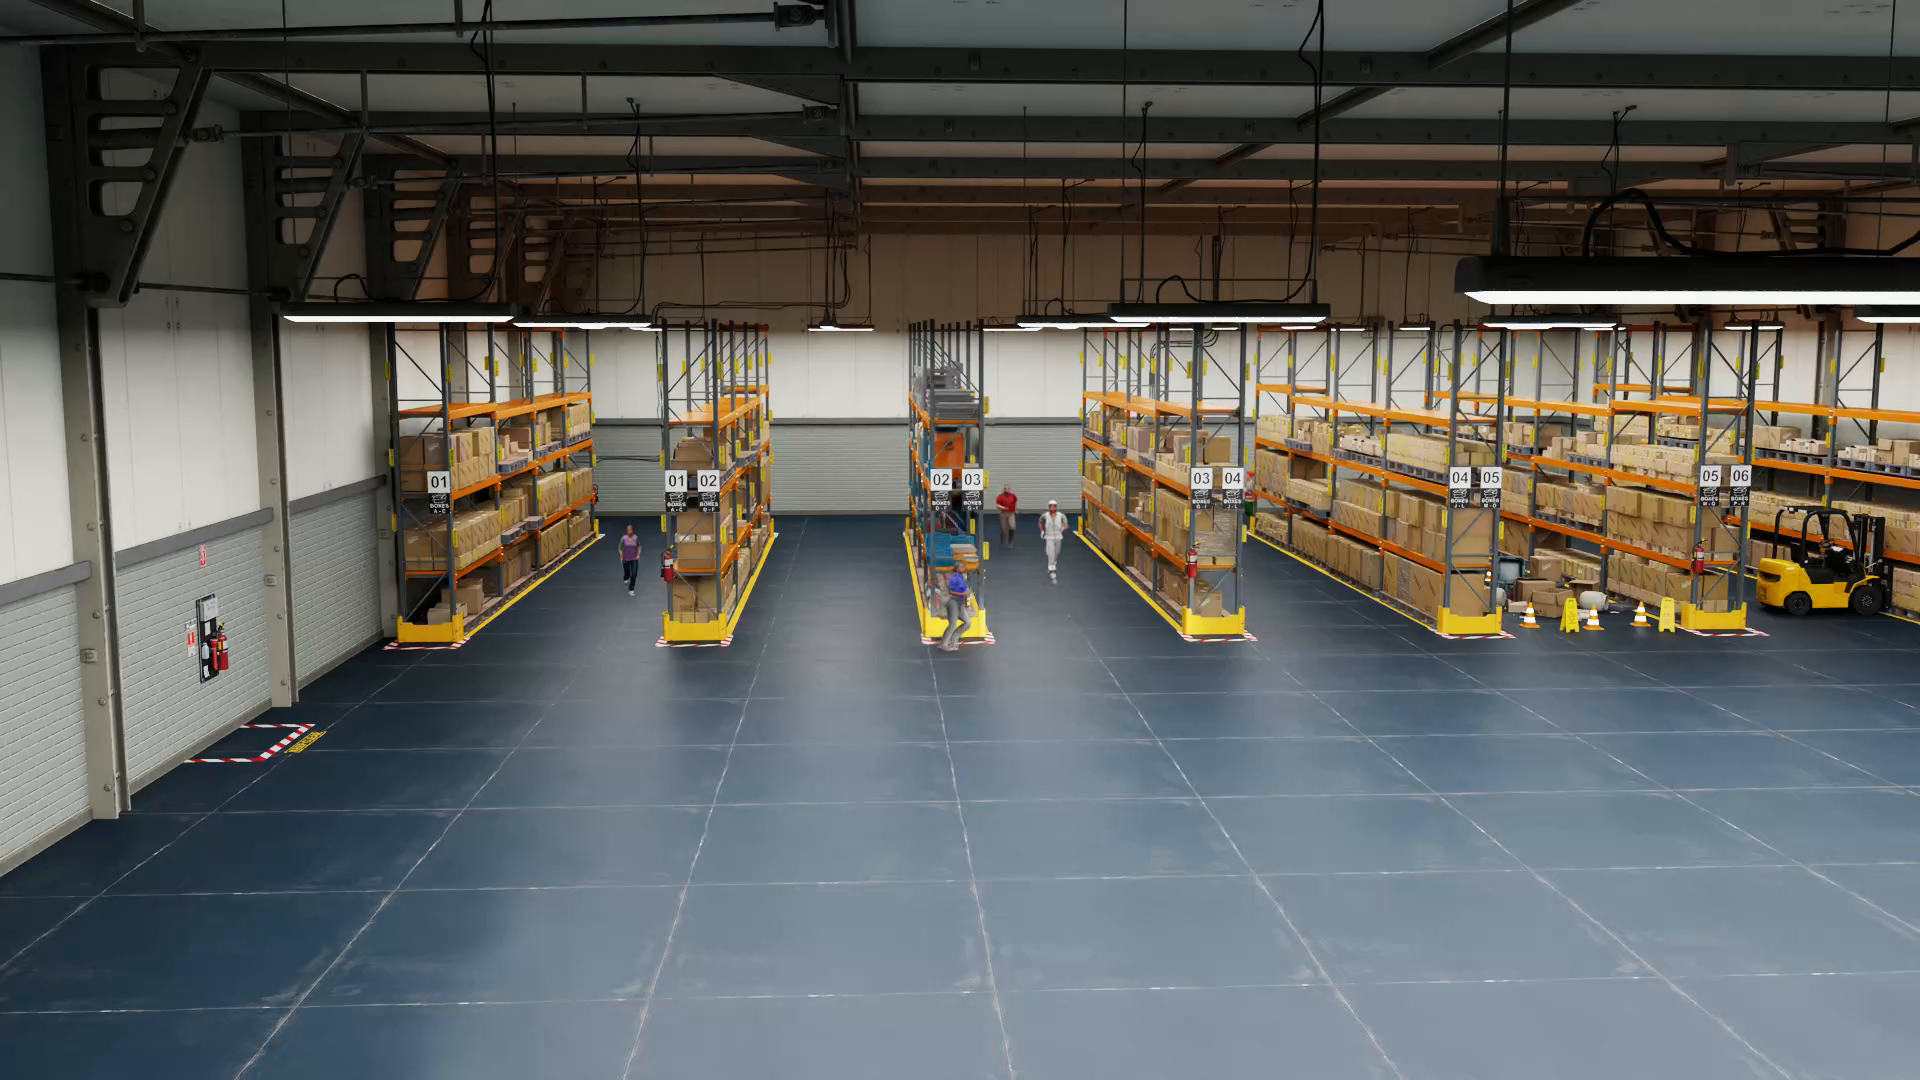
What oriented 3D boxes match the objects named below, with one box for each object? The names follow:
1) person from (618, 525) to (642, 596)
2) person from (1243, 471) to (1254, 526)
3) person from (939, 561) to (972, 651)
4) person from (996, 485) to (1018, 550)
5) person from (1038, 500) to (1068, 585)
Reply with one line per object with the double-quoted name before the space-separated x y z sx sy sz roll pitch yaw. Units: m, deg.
"person" -7.285 0.431 36.731 0.522 1.554 0.598 -2 7 -18
"person" 8.444 -1.187 49.151 0.844 1.732 0.678 0 7 3
"person" -0.014 1.206 30.160 0.638 1.639 0.588 4 8 31
"person" 1.264 -0.604 44.439 0.631 1.759 0.819 -1 7 -9
"person" 2.073 0.023 36.552 0.634 1.815 0.873 -1 7 -9
